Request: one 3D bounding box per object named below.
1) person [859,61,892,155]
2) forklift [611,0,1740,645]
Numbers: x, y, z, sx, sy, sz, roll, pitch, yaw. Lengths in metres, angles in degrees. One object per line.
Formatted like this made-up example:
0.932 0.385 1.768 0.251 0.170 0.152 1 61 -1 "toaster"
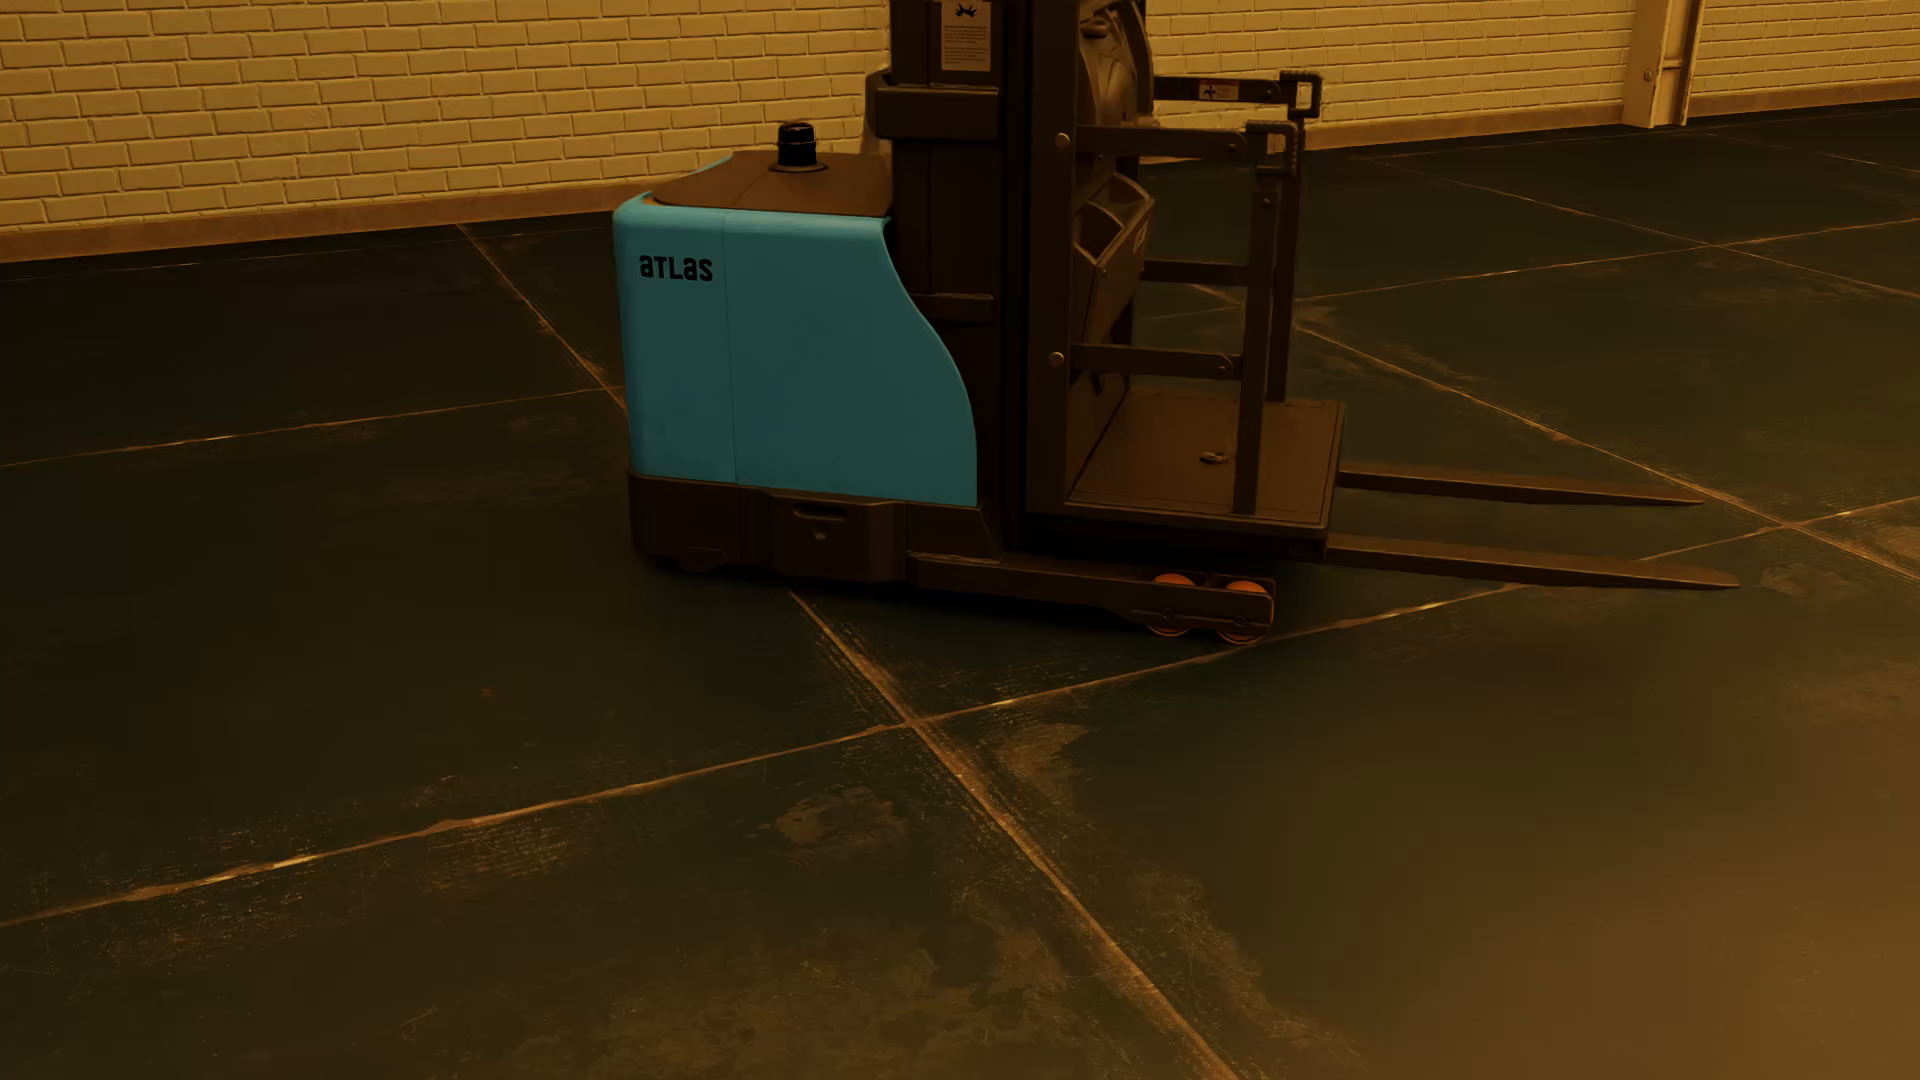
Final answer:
-0.094 -1.417 6.759 0.630 1.368 1.010 -3 23 -7 "person"
0.609 -1.300 4.416 3.031 2.935 1.130 6 23 13 "forklift"
